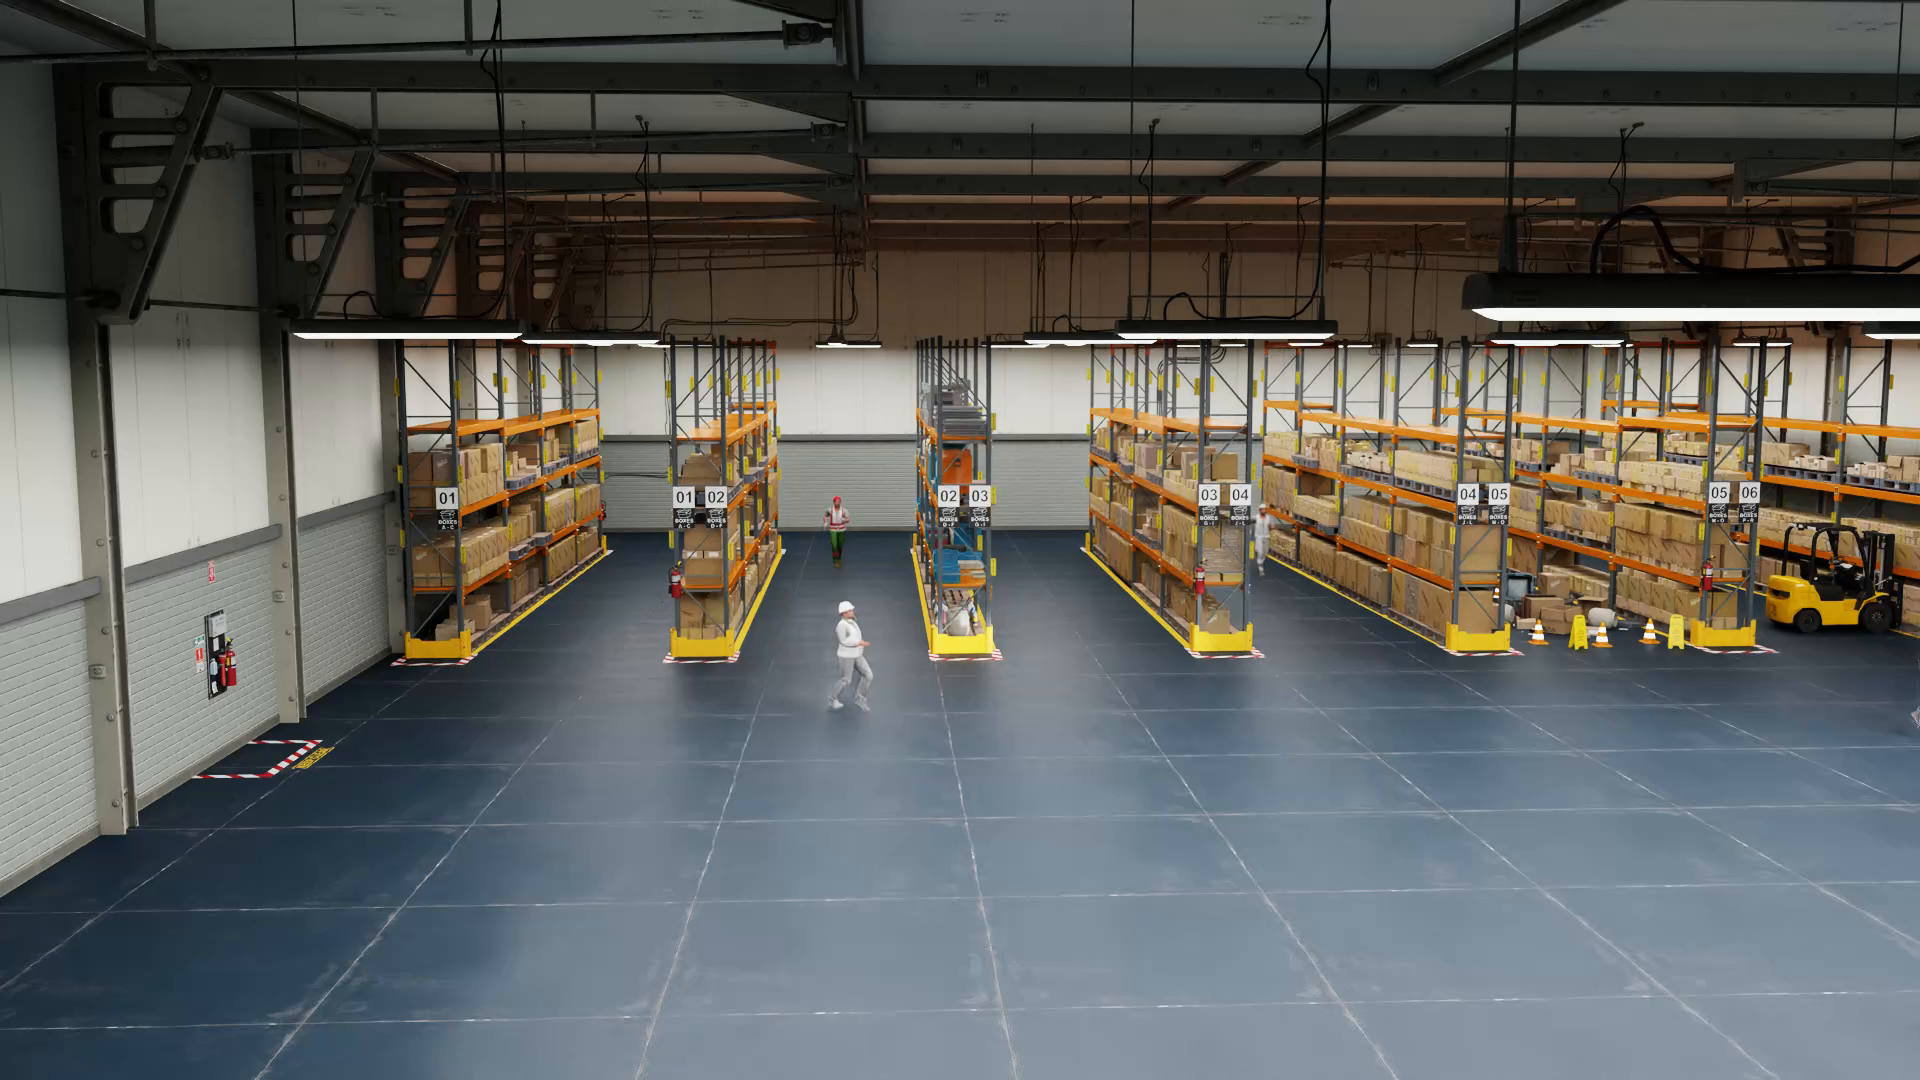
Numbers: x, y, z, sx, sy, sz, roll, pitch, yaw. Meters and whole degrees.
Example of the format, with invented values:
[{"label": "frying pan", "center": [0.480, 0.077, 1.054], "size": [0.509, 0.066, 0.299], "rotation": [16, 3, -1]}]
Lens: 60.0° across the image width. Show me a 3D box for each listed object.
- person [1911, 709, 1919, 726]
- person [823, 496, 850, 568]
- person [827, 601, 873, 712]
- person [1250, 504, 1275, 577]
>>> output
[{"label": "person", "center": [14.526, 2.136, 24.536], "size": [0.830, 1.612, 0.588], "rotation": [6, 9, 41]}, {"label": "person", "center": [-3.101, -0.202, 42.072], "size": [0.659, 1.815, 0.964], "rotation": [-1, 7, -11]}, {"label": "person", "center": [-1.754, 1.866, 26.474], "size": [0.751, 1.807, 0.659], "rotation": [3, 7, 22]}, {"label": "person", "center": [7.727, -0.020, 42.528], "size": [0.656, 1.804, 0.940], "rotation": [-1, 7, -6]}]
